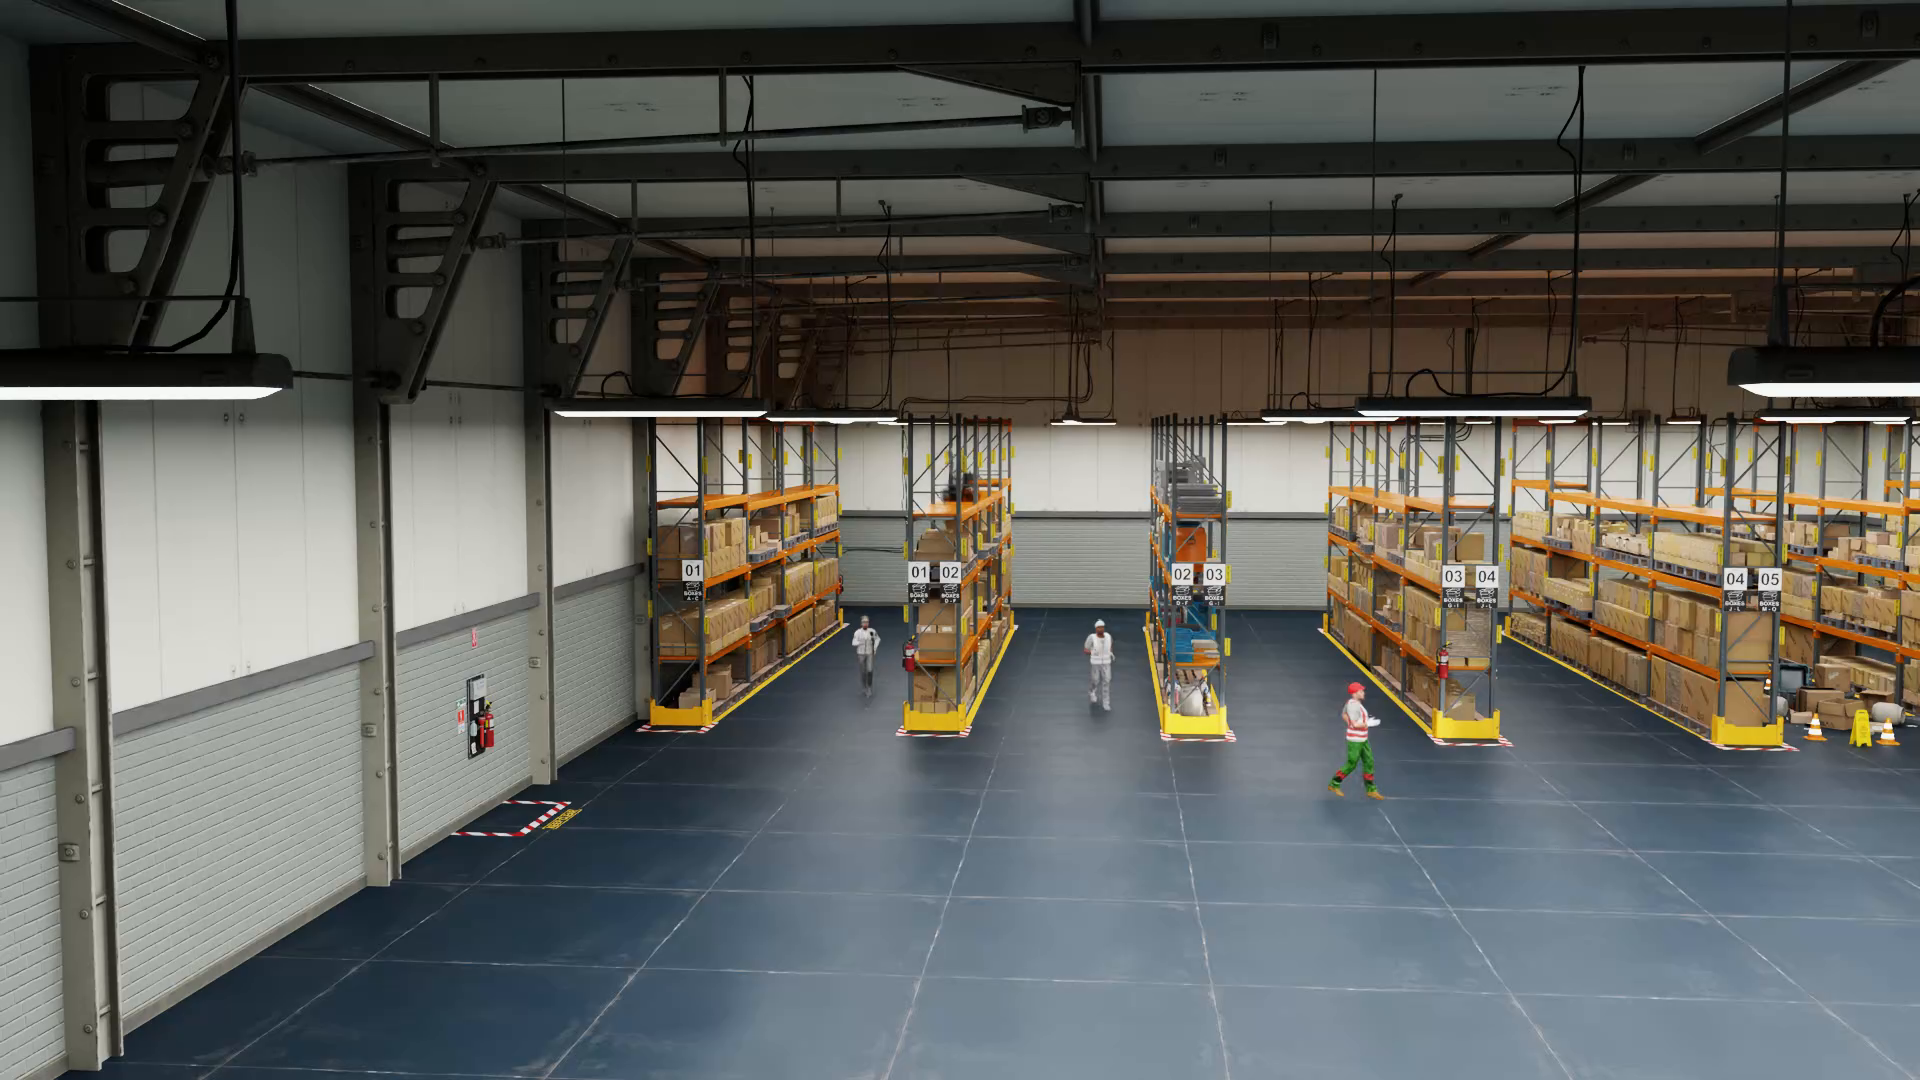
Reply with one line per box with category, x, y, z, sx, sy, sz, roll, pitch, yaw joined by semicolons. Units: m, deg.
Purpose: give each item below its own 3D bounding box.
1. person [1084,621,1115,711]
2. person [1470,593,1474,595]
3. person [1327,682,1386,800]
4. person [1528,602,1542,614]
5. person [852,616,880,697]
person;2.855;2.529;33.907;0.684;1.782;0.984;-1;4;-11
person;14.073;1.783;46.666;0.653;1.609;0.846;3;5;37
person;6.084;3.077;25.476;0.882;1.794;0.648;2;4;22
person;16.441;1.659;47.250;1.062;1.780;0.730;1;4;8
person;-2.012;2.485;35.596;0.592;1.734;0.663;0;4;-2
